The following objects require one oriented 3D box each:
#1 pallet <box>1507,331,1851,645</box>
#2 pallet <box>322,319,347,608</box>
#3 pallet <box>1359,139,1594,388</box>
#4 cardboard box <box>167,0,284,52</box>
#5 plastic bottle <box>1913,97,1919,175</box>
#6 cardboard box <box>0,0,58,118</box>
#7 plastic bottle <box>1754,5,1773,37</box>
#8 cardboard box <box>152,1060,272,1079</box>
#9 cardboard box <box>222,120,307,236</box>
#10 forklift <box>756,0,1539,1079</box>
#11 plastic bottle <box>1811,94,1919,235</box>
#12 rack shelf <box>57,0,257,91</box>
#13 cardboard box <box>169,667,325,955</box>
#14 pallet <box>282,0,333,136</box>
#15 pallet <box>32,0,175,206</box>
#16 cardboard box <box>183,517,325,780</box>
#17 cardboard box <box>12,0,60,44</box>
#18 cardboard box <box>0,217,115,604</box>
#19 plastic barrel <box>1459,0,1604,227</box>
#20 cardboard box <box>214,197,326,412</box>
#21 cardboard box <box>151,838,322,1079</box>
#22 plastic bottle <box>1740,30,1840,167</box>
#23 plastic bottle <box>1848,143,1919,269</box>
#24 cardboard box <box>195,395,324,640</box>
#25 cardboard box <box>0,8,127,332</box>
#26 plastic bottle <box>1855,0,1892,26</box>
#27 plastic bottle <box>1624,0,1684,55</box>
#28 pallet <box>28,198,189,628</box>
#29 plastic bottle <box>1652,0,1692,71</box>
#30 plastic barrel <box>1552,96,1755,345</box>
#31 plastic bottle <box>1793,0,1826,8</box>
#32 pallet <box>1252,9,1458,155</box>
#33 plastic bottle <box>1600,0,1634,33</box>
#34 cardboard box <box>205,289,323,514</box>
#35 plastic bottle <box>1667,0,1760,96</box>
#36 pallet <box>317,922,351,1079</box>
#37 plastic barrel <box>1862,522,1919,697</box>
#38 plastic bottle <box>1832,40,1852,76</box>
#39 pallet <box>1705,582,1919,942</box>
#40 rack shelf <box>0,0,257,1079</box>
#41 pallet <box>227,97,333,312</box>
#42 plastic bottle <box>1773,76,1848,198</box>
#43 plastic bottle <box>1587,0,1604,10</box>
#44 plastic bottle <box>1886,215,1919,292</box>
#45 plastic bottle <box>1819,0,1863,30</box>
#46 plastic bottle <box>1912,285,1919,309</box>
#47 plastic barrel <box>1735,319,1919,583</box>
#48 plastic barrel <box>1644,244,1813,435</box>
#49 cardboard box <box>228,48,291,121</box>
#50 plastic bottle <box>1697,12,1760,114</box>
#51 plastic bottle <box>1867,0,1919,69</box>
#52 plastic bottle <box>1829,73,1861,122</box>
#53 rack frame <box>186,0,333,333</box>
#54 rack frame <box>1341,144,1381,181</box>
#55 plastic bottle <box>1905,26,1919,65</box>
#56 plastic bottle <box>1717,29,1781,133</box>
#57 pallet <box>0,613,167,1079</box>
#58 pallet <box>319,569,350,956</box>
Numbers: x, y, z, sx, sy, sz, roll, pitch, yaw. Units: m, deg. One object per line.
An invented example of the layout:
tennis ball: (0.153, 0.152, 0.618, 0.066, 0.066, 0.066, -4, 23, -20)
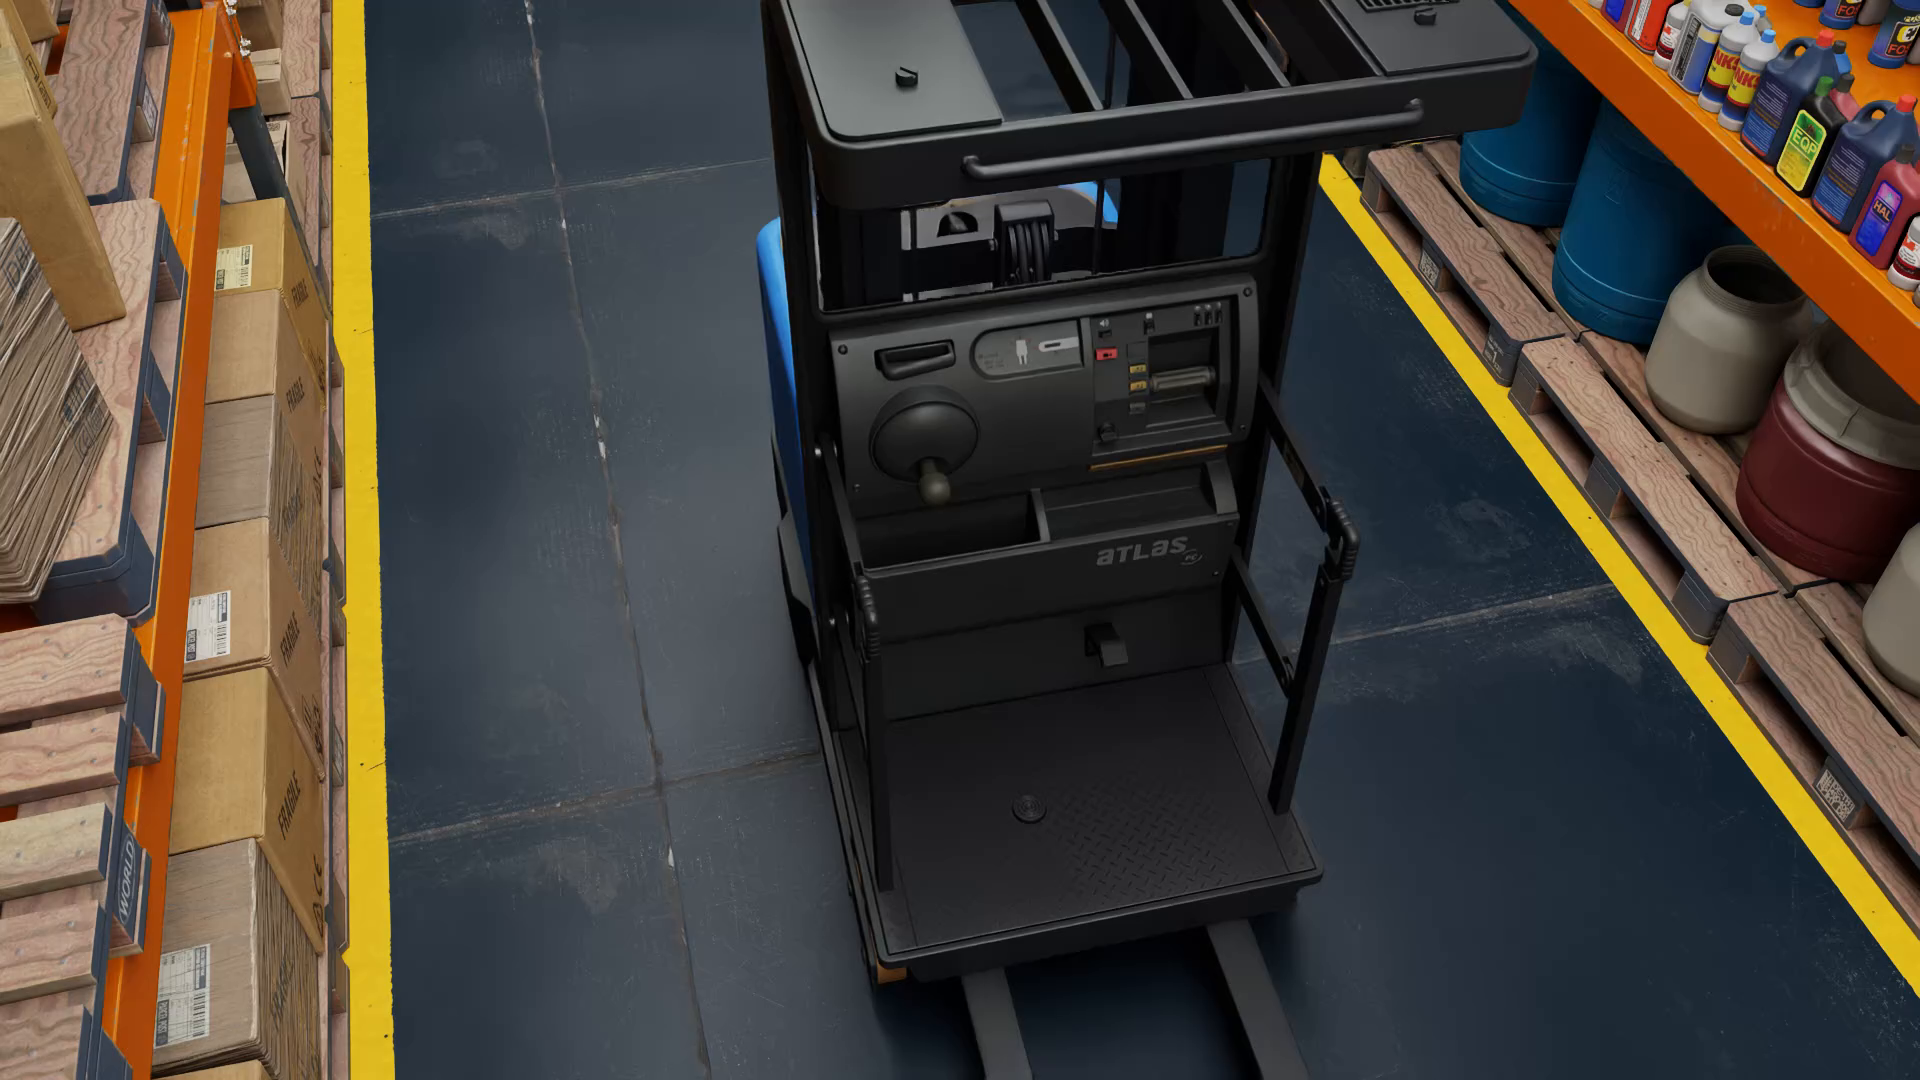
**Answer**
pallet: (2.519, -0.260, 5.357, 1.003, 0.211, 1.213, -11, 47, -10)
pallet: (-2.499, -0.187, 5.285, 1.003, 0.211, 1.213, -11, 47, -10)
pallet: (2.203, -1.104, 6.184, 1.003, 0.211, 1.213, -11, 47, -10)
cardboard box: (-3.230, -2.294, 6.838, 0.797, 0.503, 0.637, -11, 47, -10)
plastic bottle: (2.353, -0.963, 4.175, 0.061, 0.283, 0.133, -11, 47, -10)
cardboard box: (-2.601, -1.068, 3.833, 0.700, 0.500, 0.500, -4, 46, -4)
plastic bottle: (2.208, -1.398, 4.659, 0.097, 0.201, 0.097, 0, 46, 0)
cardboard box: (-1.560, 1.398, 3.221, 0.500, 0.500, 0.500, -9, 46, -9)
cardboard box: (-2.642, -1.260, 5.959, 0.500, 0.311, 0.500, -11, 47, -10)
forklift: (0.242, -0.225, 3.418, 1.130, 2.935, 3.031, -9, 46, -9)
plastic bottle: (2.261, -0.950, 4.115, 0.144, 0.351, 0.185, -11, 47, -10)
rack shelf: (-3.256, -2.847, 6.443, 1.077, 0.370, 4.000, -11, 47, -10)
cardboard box: (-1.823, 0.691, 3.915, 0.500, 0.500, 0.500, -11, 47, -11)
pallet: (-3.234, -2.060, 7.121, 1.003, 0.211, 1.213, -11, 47, -10)
pallet: (-2.645, -1.079, 4.341, 1.003, 0.211, 1.213, -11, 47, -10)
cardboard box: (-1.961, 0.331, 4.267, 0.500, 0.500, 0.500, -12, 47, -12)
cardboard box: (-2.839, -1.532, 4.287, 0.700, 0.500, 0.500, -26, 51, -23)
cardboard box: (-2.039, -0.218, 3.000, 0.700, 0.500, 0.500, -3, 46, -3)
plastic barrel: (2.168, -1.654, 5.946, 0.600, 0.901, 0.708, -11, 47, -10)
cardboard box: (-2.340, -0.708, 5.286, 0.500, 0.500, 0.500, -11, 47, -11)
cardboard box: (-1.699, 1.038, 3.575, 0.500, 0.500, 0.500, -12, 47, -12)
plastic bottle: (2.179, -1.169, 4.330, 0.144, 0.351, 0.185, -11, 47, -10)
plastic bottle: (2.261, -0.809, 4.024, 0.061, 0.283, 0.133, -11, 47, -10)
cardboard box: (-2.094, -0.019, 4.611, 0.500, 0.500, 0.500, -10, 46, -10)
cardboard box: (-2.232, -0.691, 3.463, 0.700, 0.500, 0.500, -22, 50, -20)
plastic bottle: (2.716, -1.671, 4.874, 0.152, 0.276, 0.135, -11, 47, -10)
plastic bottle: (2.033, -1.549, 4.754, 0.152, 0.276, 0.135, -11, 47, -10)
pallet: (-2.222, -0.231, 3.510, 1.003, 0.211, 1.213, -11, 47, -10)
plastic bottle: (2.036, -1.438, 4.698, 0.097, 0.201, 0.097, 0, 46, 0)
plastic barrel: (2.350, -1.166, 5.467, 0.600, 0.901, 0.708, -11, 47, -10)
plastic bottle: (2.566, -1.727, 4.932, 0.097, 0.271, 0.097, 0, 46, 0)
pallet: (1.820, -2.145, 7.205, 1.003, 0.211, 1.213, -11, 47, -10)
plastic bottle: (1.954, -1.635, 4.834, 0.061, 0.283, 0.133, -11, 47, -10)
cardboard box: (-2.222, -0.366, 4.950, 0.500, 0.500, 0.500, -11, 47, -10)
plastic bottle: (2.092, -1.389, 4.597, 0.152, 0.276, 0.135, -11, 47, -10)
pallet: (-1.874, 1.498, 3.634, 1.003, 0.211, 1.213, -11, 47, -10)
plastic barrel: (2.697, 0.157, 4.444, 0.421, 0.512, 0.421, 0, 46, 0)
plastic bottle: (2.285, -1.194, 4.410, 0.097, 0.271, 0.097, 0, 46, 0)
pallet: (2.828, 0.580, 4.534, 1.003, 0.211, 1.213, -11, 47, -10)
rack shelf: (-2.232, -0.085, 3.737, 1.077, 0.370, 4.000, -11, 47, -10)
pallet: (-2.919, -1.216, 6.294, 1.003, 0.211, 1.213, -11, 47, -10)
plastic bottle: (2.180, -1.028, 4.239, 0.061, 0.283, 0.133, -11, 47, -10)
plastic bottle: (1.943, -1.690, 4.945, 0.097, 0.201, 0.097, 0, 46, 0)
plastic bottle: (2.308, -0.704, 3.978, 0.097, 0.201, 0.097, 0, 46, 0)
plastic bottle: (2.600, -1.634, 4.841, 0.097, 0.271, 0.097, 0, 46, 0)
plastic bottle: (2.333, -0.636, 3.913, 0.097, 0.201, 0.097, 0, 46, 0)
plastic barrel: (2.639, -0.276, 4.815, 0.600, 0.588, 0.708, -11, 47, -10)
plastic barrel: (2.408, -0.623, 5.208, 0.421, 0.512, 0.421, 0, 46, 0)
cardboard box: (-2.873, -1.805, 6.594, 0.380, 0.166, 0.250, -11, 47, -10)
plastic bottle: (2.095, -1.302, 4.516, 0.097, 0.271, 0.097, 0, 46, 0)
plastic bottle: (2.660, -1.474, 4.684, 0.097, 0.271, 0.097, 0, 46, 0)
plastic bottle: (2.238, -1.039, 4.250, 0.061, 0.283, 0.133, -11, 47, -10)
rack frame: (-2.744, -1.718, 4.833, 1.000, 3.000, 0.127, -11, 47, -10)
rack frame: (2.046, -2.621, 5.718, 1.000, 3.000, 0.127, -11, 47, -10)
plastic bottle: (2.775, -1.511, 4.717, 0.152, 0.276, 0.135, -11, 47, -10)
plastic bottle: (2.120, -1.235, 4.450, 0.097, 0.271, 0.097, 0, 46, 0)
pallet: (-1.961, 0.656, 2.641, 1.213, 0.211, 1.003, -11, 47, -10)
pallet: (-2.183, 0.657, 4.458, 1.003, 0.211, 1.213, -11, 47, -10)
